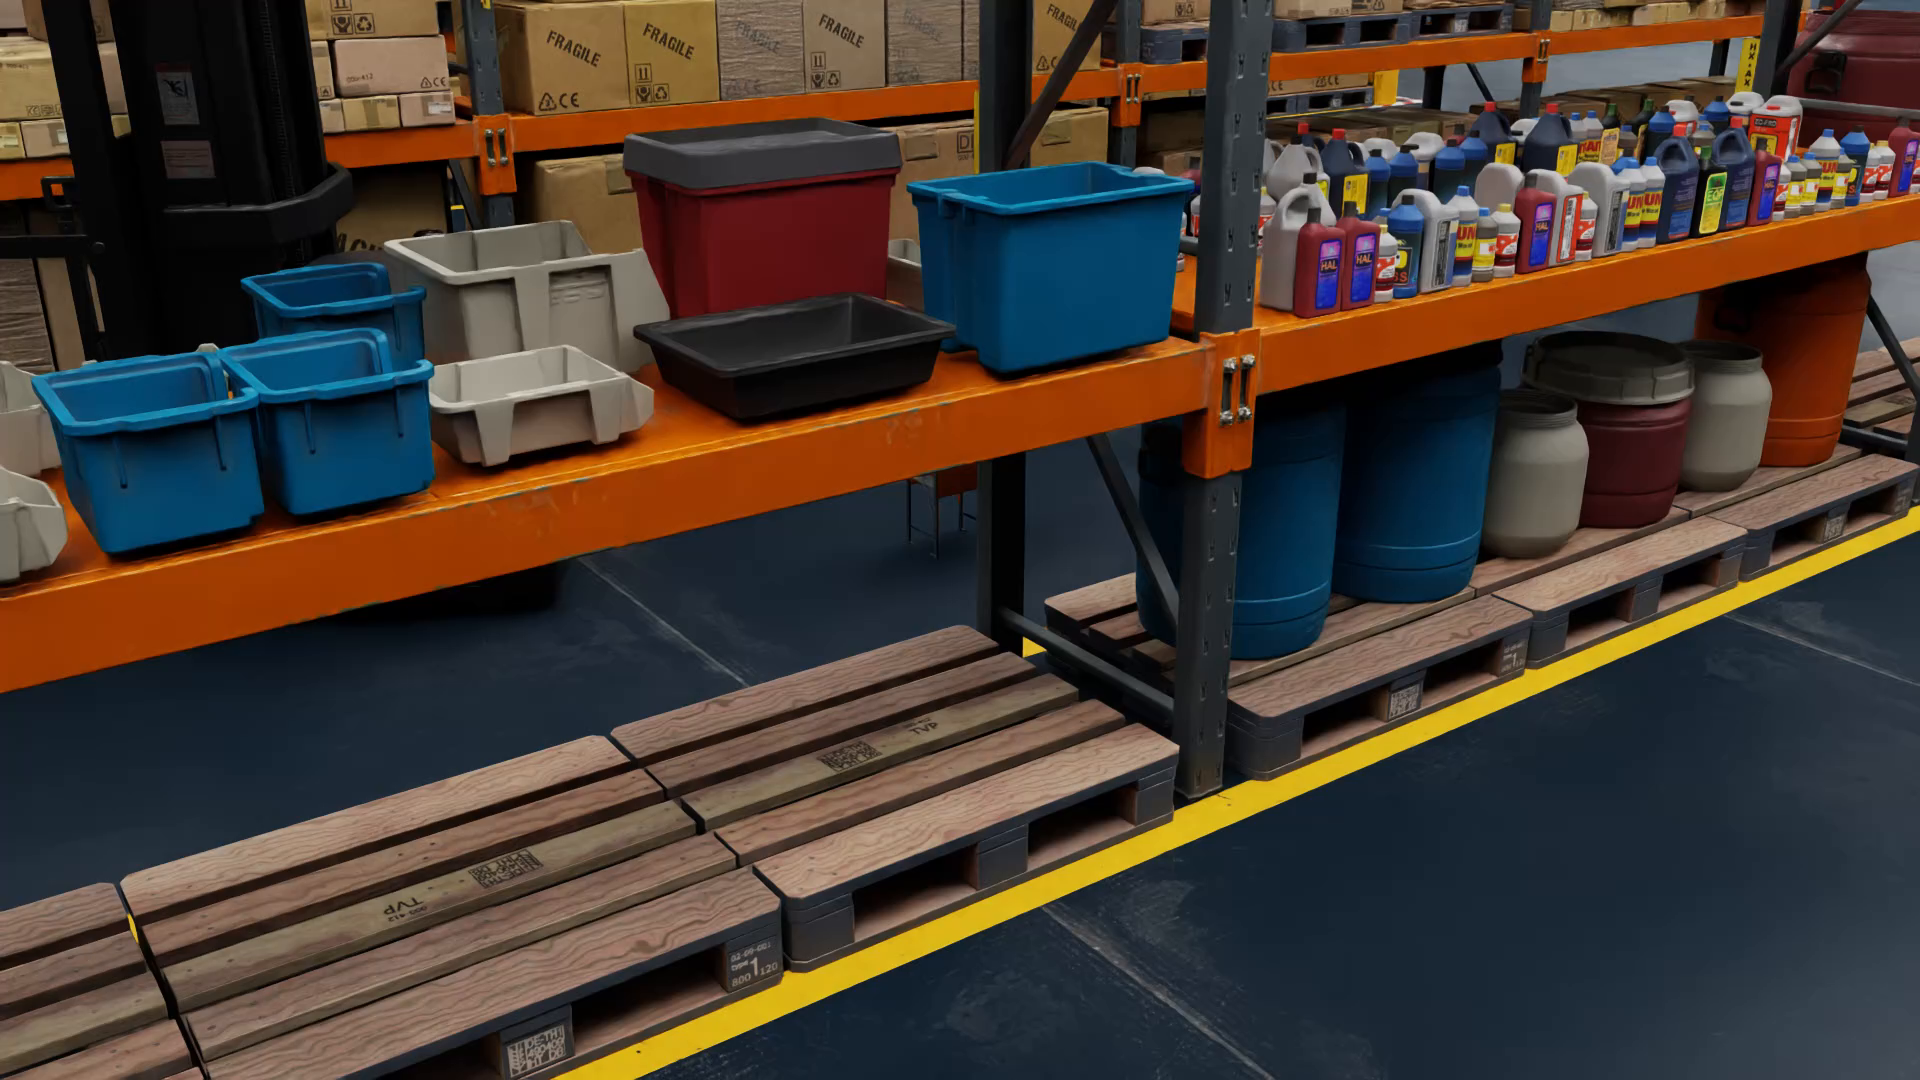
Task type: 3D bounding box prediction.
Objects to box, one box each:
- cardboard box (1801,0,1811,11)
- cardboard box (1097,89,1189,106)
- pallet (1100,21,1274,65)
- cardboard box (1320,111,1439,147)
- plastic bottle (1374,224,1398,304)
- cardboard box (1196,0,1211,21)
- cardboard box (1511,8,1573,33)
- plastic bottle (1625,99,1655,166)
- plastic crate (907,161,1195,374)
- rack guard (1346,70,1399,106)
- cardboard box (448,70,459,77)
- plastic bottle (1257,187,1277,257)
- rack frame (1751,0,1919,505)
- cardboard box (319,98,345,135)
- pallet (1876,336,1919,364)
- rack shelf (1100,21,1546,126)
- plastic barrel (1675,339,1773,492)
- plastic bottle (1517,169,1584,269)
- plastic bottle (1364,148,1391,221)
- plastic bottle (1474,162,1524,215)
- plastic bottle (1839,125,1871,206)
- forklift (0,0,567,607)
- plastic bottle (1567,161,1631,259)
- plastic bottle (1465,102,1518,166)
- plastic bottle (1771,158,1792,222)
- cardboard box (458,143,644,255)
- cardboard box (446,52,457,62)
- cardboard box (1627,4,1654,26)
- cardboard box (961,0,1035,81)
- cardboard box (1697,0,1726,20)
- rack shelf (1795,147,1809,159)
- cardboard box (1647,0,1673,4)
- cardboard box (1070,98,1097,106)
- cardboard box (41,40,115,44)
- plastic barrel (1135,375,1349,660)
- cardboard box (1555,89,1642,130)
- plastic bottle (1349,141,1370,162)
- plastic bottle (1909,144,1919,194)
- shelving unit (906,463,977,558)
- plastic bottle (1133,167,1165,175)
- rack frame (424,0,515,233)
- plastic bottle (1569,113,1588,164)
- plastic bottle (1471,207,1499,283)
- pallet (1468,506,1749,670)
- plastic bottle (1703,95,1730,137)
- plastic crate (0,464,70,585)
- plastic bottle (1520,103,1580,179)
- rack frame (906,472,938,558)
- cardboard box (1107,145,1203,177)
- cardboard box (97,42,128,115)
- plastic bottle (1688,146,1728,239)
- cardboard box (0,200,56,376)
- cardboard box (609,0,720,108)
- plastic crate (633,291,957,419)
[{"bbox_3d":[7.129,-4.678,14.411,0.250,0.149,0.380,-15,26,-33],"label":"cardboard box"},{"bbox_3d":[1.729,-4.890,16.904,0.875,0.875,0.875,-14,26,-32],"label":"cardboard box"},{"bbox_3d":[1.262,-3.284,10.838,1.003,0.211,1.213,-15,26,-33],"label":"pallet"},{"bbox_3d":[3.083,-2.872,12.326,0.500,0.500,0.700,-15,26,-33],"label":"cardboard box"},{"bbox_3d":[1.129,-0.749,4.494,0.097,0.201,0.097,0,22,0],"label":"plastic bottle"},{"bbox_3d":[1.555,-3.708,10.940,0.500,0.500,0.700,-11,24,-25],"label":"cardboard box"},{"bbox_3d":[4.343,-3.892,12.442,0.250,0.149,0.380,-15,26,-33],"label":"cardboard box"},{"bbox_3d":[2.587,-1.531,6.343,0.133,0.283,0.061,-15,26,-33],"label":"plastic bottle"},{"bbox_3d":[0.211,-0.648,3.913,0.575,0.384,0.392,-15,26,-33],"label":"plastic crate"},{"bbox_3d":[4.444,-5.277,18.946,0.348,0.500,1.175,-15,26,-33],"label":"rack guard"},{"bbox_3d":[-3.715,-3.523,12.972,0.500,0.250,0.500,-14,26,-31],"label":"cardboard box"},{"bbox_3d":[0.907,-0.967,5.040,0.097,0.201,0.097,0,22,0],"label":"plastic bottle"},{"bbox_3d":[3.638,-1.697,6.601,0.127,3.000,1.000,-15,26,-33],"label":"rack frame"},{"bbox_3d":[-2.975,-1.929,7.521,0.250,0.149,0.380,-15,26,-34],"label":"cardboard box"},{"bbox_3d":[5.279,-0.820,8.167,1.213,0.211,1.003,-15,26,-33],"label":"pallet"},{"bbox_3d":[2.369,-3.286,11.554,4.000,0.370,1.077,-15,26,-33],"label":"rack shelf"},{"bbox_3d":[2.845,-0.476,6.333,0.421,0.512,0.421,0,22,0],"label":"plastic barrel"},{"bbox_3d":[1.741,-0.959,4.921,0.135,0.276,0.152,-15,26,-33],"label":"plastic bottle"},{"bbox_3d":[1.316,-1.109,5.301,0.097,0.271,0.097,0,22,0],"label":"plastic bottle"},{"bbox_3d":[1.652,-1.005,5.035,0.135,0.276,0.152,-15,26,-33],"label":"plastic bottle"},{"bbox_3d":[3.109,-1.310,5.805,0.097,0.271,0.097,0,22,0],"label":"plastic bottle"},{"bbox_3d":[-2.951,-1.244,5.560,3.031,2.935,1.130,-2,22,-6],"label":"forklift"},{"bbox_3d":[1.929,-1.010,5.046,0.135,0.276,0.152,-15,26,-33],"label":"plastic bottle"},{"bbox_3d":[1.840,-1.344,5.784,0.185,0.351,0.144,-15,26,-33],"label":"plastic bottle"},{"bbox_3d":[2.714,-1.172,5.553,0.097,0.201,0.097,0,22,0],"label":"plastic bottle"},{"bbox_3d":[-1.994,-1.674,8.844,0.875,0.875,1.225,-15,26,-33],"label":"cardboard box"},{"bbox_3d":[-5.651,-5.252,17.811,0.875,0.875,0.875,-15,26,-33],"label":"cardboard box"},{"bbox_3d":[5.164,-4.103,12.971,0.250,0.149,0.380,-15,26,-33],"label":"cardboard box"},{"bbox_3d":[0.082,-2.946,9.596,0.500,0.500,0.500,-15,26,-33],"label":"cardboard box"},{"bbox_3d":[5.972,-4.322,13.518,0.250,0.149,0.380,-15,26,-33],"label":"cardboard box"},{"bbox_3d":[5.262,-1.796,7.820,4.000,0.370,1.077,-15,26,-33],"label":"rack shelf"},{"bbox_3d":[5.167,-4.552,13.221,0.500,0.500,0.875,-15,26,-33],"label":"cardboard box"},{"bbox_3d":[0.726,-4.555,16.234,0.750,0.750,1.050,-15,26,-33],"label":"cardboard box"},{"bbox_3d":[-3.860,-2.147,7.530,0.500,0.250,0.500,-14,26,-32],"label":"cardboard box"},{"bbox_3d":[0.843,-0.164,5.025,0.708,0.901,0.600,-15,26,-33],"label":"plastic barrel"},{"bbox_3d":[5.259,-3.446,13.790,0.500,0.500,0.500,-18,28,-37],"label":"cardboard box"},{"bbox_3d":[1.228,-1.144,5.384,0.135,0.276,0.152,-15,26,-33],"label":"plastic bottle"},{"bbox_3d":[3.455,-1.369,6.048,0.097,0.201,0.097,0,22,0],"label":"plastic bottle"},{"bbox_3d":[-0.043,-0.476,6.173,0.252,1.050,0.215,-15,26,-33],"label":"shelving unit"},{"bbox_3d":[0.522,-0.956,4.912,0.135,0.276,0.152,-15,26,-33],"label":"plastic bottle"},{"bbox_3d":[-2.501,-2.321,8.166,0.127,3.000,1.000,-15,26,-33],"label":"rack frame"},{"bbox_3d":[2.238,-1.424,6.091,0.097,0.271,0.097,0,22,0],"label":"plastic bottle"},{"bbox_3d":[1.476,-0.841,4.726,0.097,0.201,0.097,0,22,0],"label":"plastic bottle"},{"bbox_3d":[2.033,0.044,6.001,1.213,0.211,1.003,-15,26,-33],"label":"pallet"},{"bbox_3d":[2.988,-1.624,6.592,0.097,0.271,0.097,0,22,0],"label":"plastic bottle"},{"bbox_3d":[-1.604,-0.016,2.665,0.298,0.136,0.250,-15,26,-33],"label":"plastic crate"},{"bbox_3d":[2.038,-1.327,5.742,0.185,0.351,0.144,-15,26,-33],"label":"plastic bottle"},{"bbox_3d":[-0.142,-0.450,6.107,0.008,1.050,0.200,-15,26,-33],"label":"rack frame"},{"bbox_3d":[1.278,-2.381,11.096,0.500,0.500,0.700,-17,27,-36],"label":"cardboard box"},{"bbox_3d":[-3.539,-1.992,7.142,0.500,0.250,0.500,-14,26,-32],"label":"cardboard box"},{"bbox_3d":[2.373,-1.110,5.289,0.133,0.283,0.061,-15,26,-33],"label":"plastic bottle"},{"bbox_3d":[-4.537,-1.023,7.213,0.875,0.875,0.875,-15,26,-33],"label":"cardboard box"},{"bbox_3d":[-1.574,-2.501,8.482,0.500,0.500,0.500,-15,26,-33],"label":"cardboard box"},{"bbox_3d":[-0.360,-0.408,3.662,0.590,0.125,0.437,-15,26,-33],"label":"plastic crate"}]
